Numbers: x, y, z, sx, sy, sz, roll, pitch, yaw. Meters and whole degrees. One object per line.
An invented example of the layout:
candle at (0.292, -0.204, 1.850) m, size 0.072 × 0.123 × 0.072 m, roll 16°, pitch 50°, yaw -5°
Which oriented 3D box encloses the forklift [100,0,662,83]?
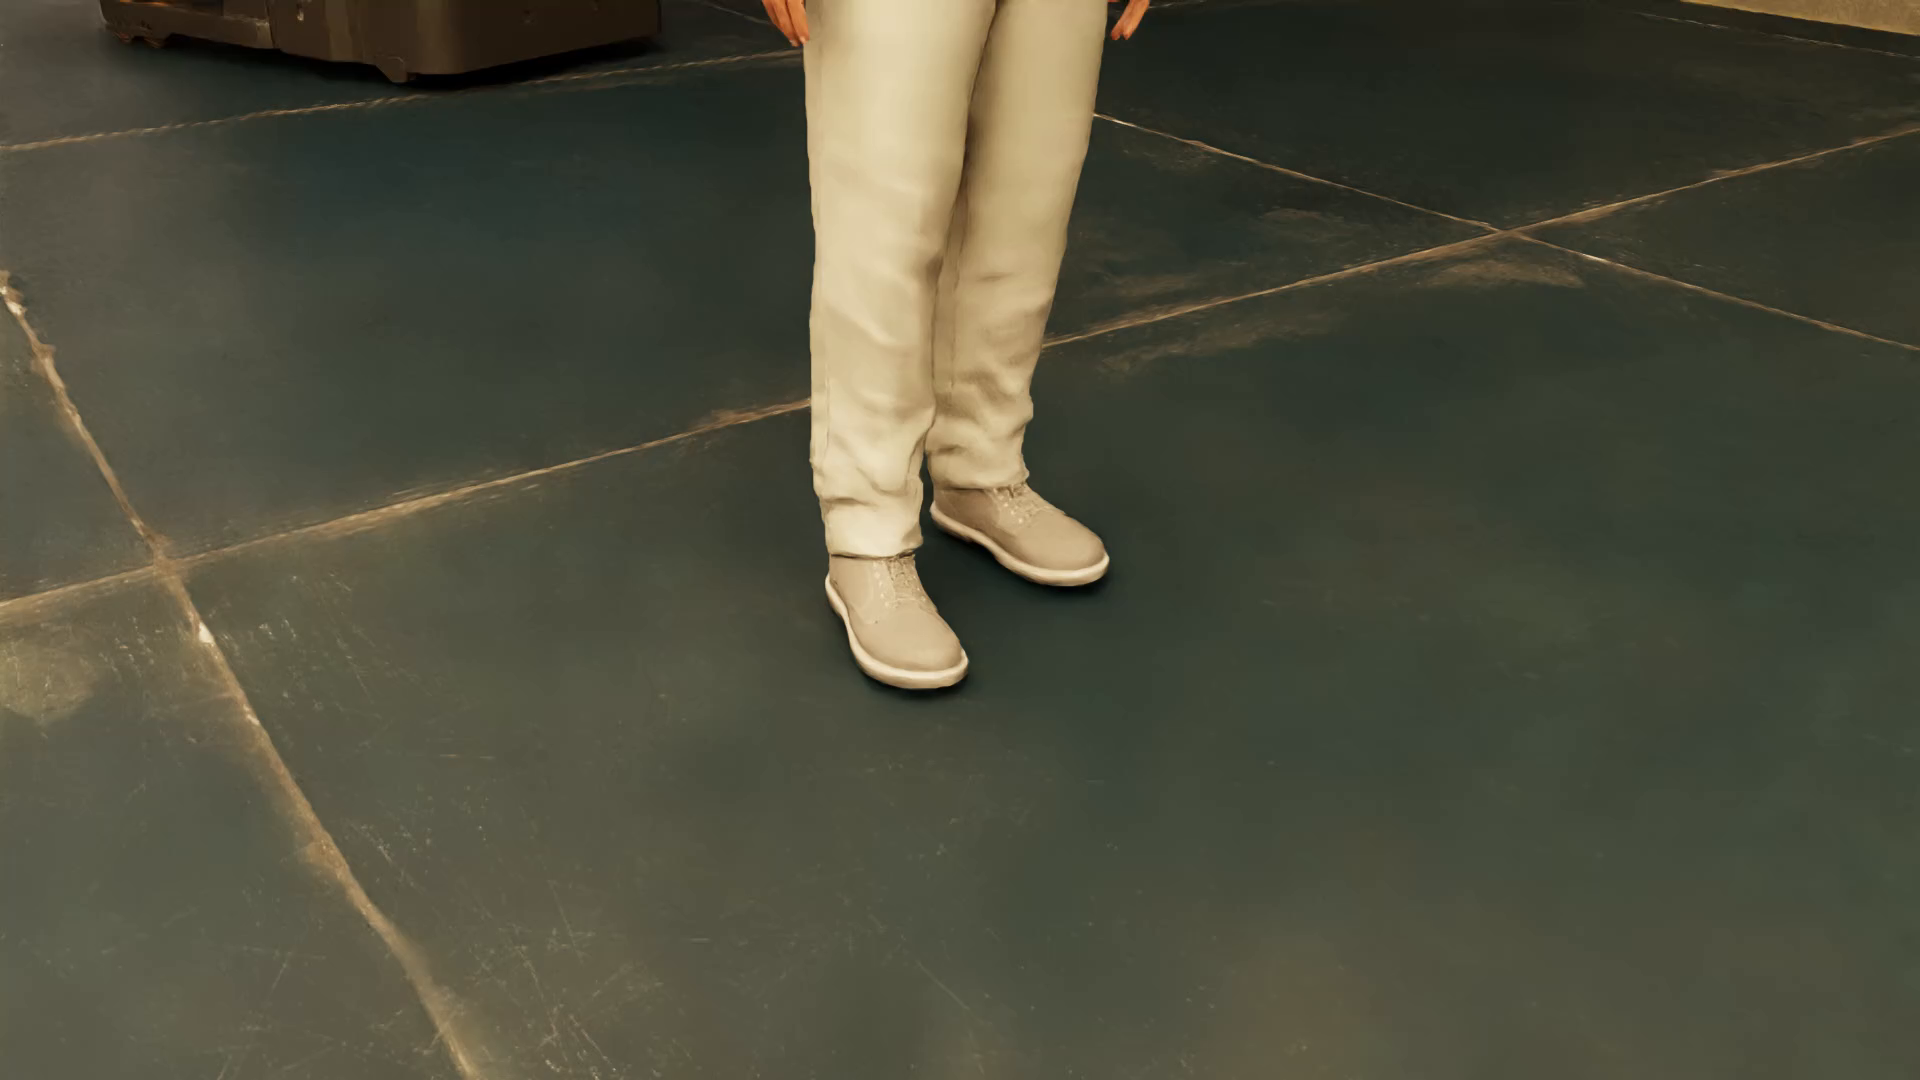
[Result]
forklift at (-2.572, -3.289, 5.789) m, size 3.031 × 2.935 × 1.130 m, roll 17°, pitch 32°, yaw 31°

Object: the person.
person at (0.035, -0.772, 2.034) m, size 0.640 × 1.781 × 0.574 m, roll -17°, pitch 31°, yaw -31°
